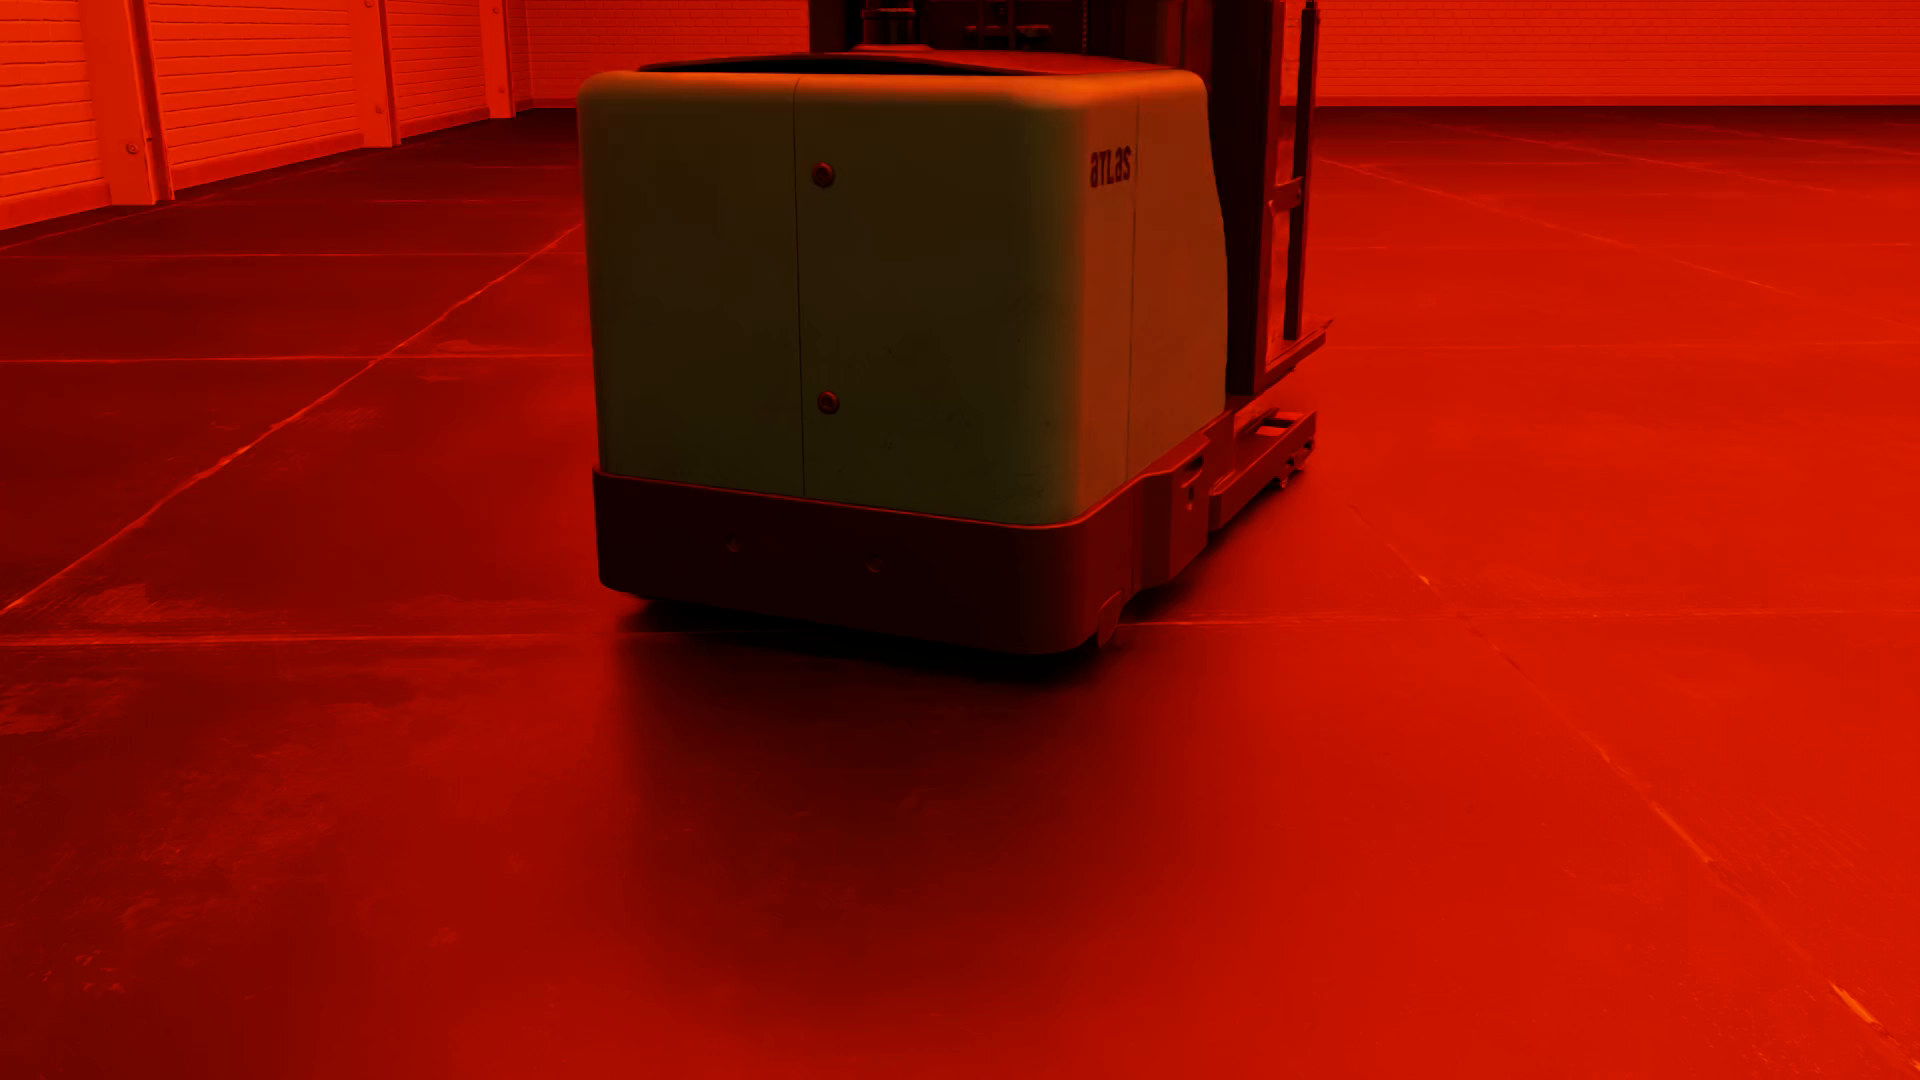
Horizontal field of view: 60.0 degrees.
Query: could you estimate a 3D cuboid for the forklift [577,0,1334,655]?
[{"bbox_3d":[0.328,-1.582,4.078,1.130,2.935,3.031,8,19,23],"label":"forklift"}]
